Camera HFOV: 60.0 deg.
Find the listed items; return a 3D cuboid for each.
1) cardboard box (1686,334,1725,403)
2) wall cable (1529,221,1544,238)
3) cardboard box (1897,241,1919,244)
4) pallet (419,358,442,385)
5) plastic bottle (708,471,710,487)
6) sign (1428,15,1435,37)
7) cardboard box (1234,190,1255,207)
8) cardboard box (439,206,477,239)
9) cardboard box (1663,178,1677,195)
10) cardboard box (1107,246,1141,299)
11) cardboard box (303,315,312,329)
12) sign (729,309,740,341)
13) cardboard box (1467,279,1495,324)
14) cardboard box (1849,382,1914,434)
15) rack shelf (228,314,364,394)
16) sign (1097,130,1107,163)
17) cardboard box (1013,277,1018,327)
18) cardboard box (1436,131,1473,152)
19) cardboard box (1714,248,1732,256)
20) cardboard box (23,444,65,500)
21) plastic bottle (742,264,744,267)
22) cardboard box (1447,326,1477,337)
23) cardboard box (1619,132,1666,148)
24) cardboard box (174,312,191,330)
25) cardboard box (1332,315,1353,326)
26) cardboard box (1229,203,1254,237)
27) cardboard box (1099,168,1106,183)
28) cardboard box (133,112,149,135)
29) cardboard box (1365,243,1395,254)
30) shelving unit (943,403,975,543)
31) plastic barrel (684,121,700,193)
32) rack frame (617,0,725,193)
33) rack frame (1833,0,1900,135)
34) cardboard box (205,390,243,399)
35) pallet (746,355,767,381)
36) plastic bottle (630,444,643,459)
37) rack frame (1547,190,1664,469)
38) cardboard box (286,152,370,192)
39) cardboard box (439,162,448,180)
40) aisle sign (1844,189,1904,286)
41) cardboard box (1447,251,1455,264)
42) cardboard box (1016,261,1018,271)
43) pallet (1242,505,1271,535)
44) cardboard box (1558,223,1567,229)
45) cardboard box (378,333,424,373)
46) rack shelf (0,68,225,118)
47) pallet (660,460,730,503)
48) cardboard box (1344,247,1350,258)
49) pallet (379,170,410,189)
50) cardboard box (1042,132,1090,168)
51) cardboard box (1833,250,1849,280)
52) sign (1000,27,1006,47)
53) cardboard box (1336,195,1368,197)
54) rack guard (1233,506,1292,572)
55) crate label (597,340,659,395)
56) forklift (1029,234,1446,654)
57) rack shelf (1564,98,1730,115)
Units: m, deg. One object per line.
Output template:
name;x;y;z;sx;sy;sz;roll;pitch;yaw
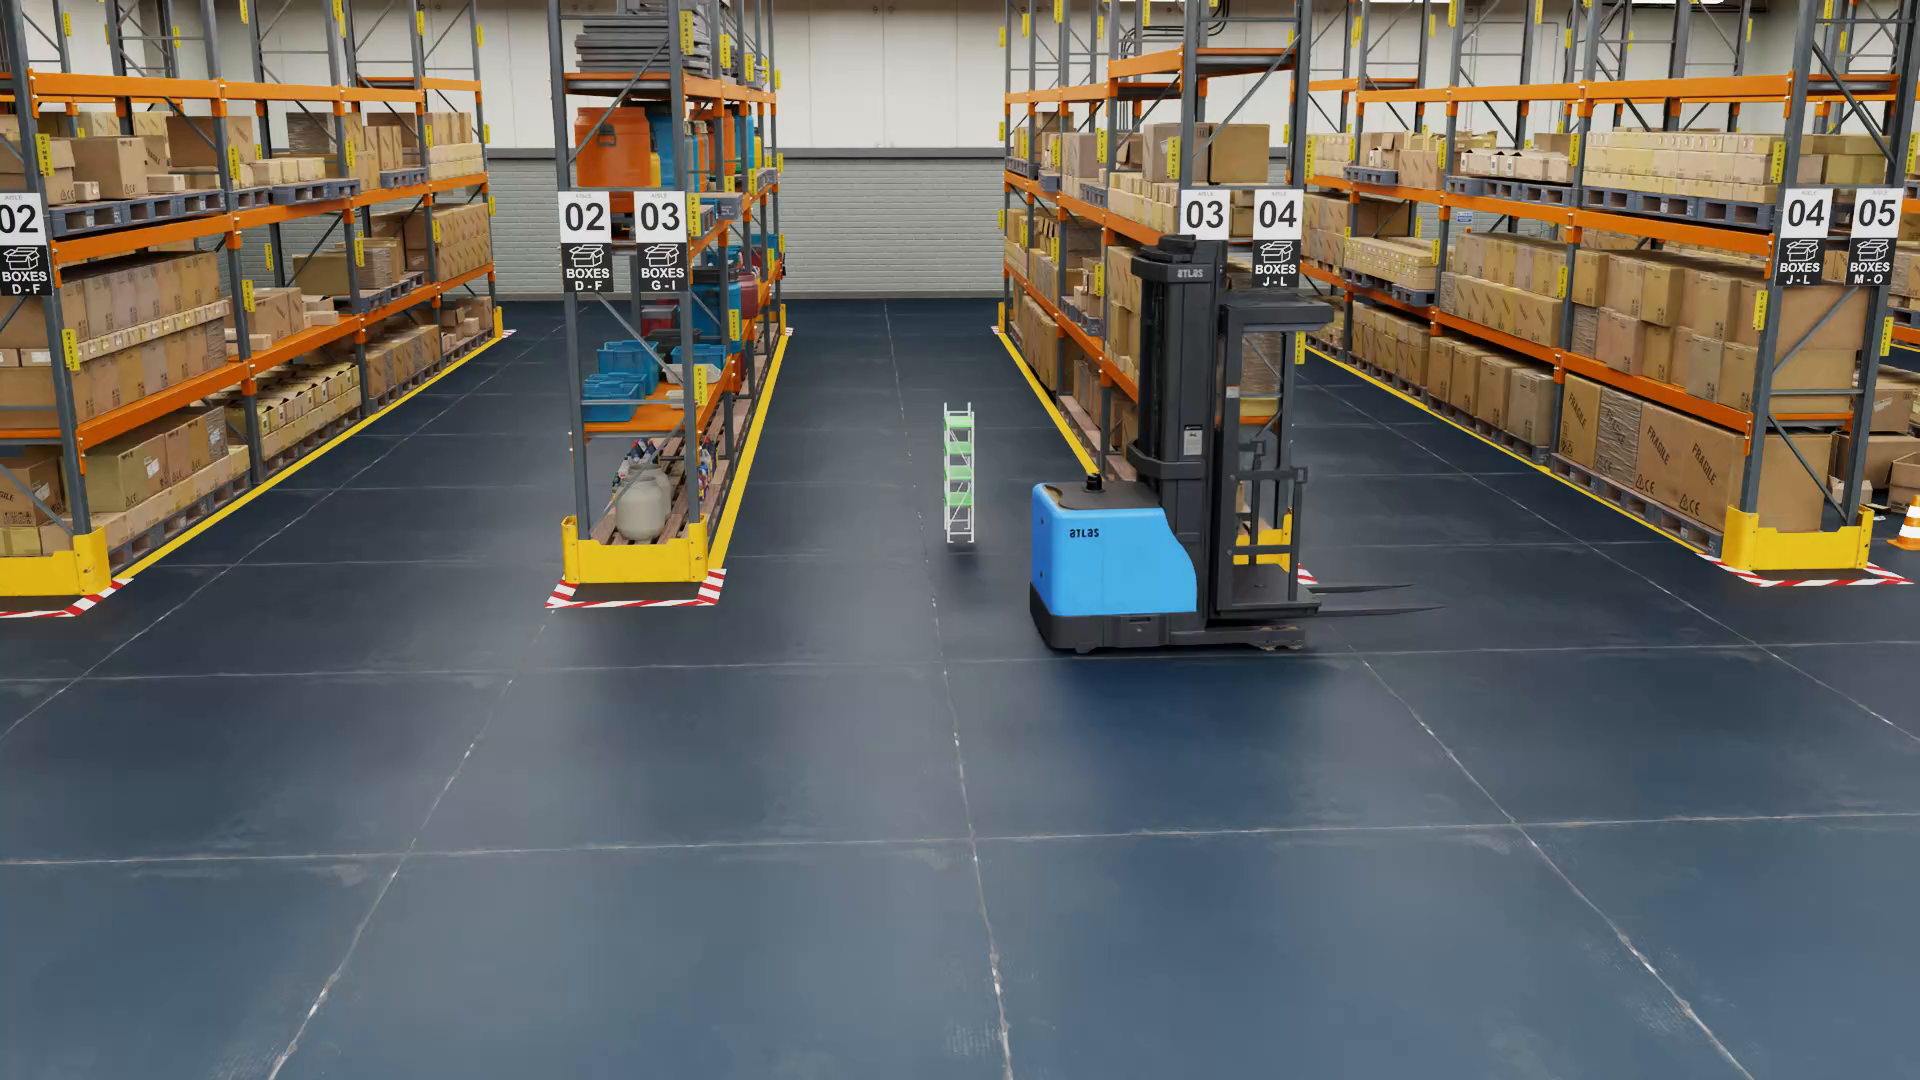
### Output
cardboard box;7.107;-1.549;14.950;0.875;0.550;0.550;-1;14;-3
wall cable;12.216;-7.248;35.362;0.588;1.984;0.122;-1;14;-3
cardboard box;16.037;-4.855;27.804;0.500;0.250;0.500;-1;14;-4
pallet;-8.269;-2.477;24.455;1.003;0.211;1.213;-1;14;-3
plastic bottle;-2.517;-0.620;16.373;0.097;0.201;0.097;0;14;0
sign;7.041;-7.677;24.837;0.100;0.325;0.005;-1;14;-3
cardboard box;2.488;-2.842;13.758;0.380;0.149;0.250;-1;14;-4
cardboard box;-8.234;-5.196;27.218;0.500;0.500;0.500;0;14;-2
cardboard box;6.778;-3.288;15.451;0.380;0.149;0.250;-1;14;-3
cardboard box;1.800;-2.753;17.125;0.500;0.500;0.500;-1;14;-3
cardboard box;-7.974;-2.597;19.827;0.380;0.149;0.250;0;14;1
sign;-2.367;-2.255;17.440;0.100;0.325;0.005;-1;14;-3
cardboard box;6.559;-2.919;20.374;0.500;0.500;0.500;-1;14;-3
cardboard box;10.143;-1.466;18.425;0.500;0.500;0.500;-1;14;-3
rack shelf;-7.985;-2.189;19.181;1.077;0.370;4.000;-1;14;-3
sign;1.473;-4.076;17.225;0.100;0.325;0.005;-1;14;-3
cardboard box;1.402;-4.193;28.947;0.875;0.875;0.875;-1;14;-3
cardboard box;6.451;-5.207;21.709;0.396;0.266;0.258;-1;14;-3
cardboard box;11.288;-4.374;24.023;0.500;0.500;0.500;-1;14;-4
cardboard box;-8.020;-0.657;14.955;0.500;0.500;0.500;-1;14;-3
plastic bottle;-3.173;-3.855;24.314;0.144;0.351;0.185;-1;14;-3
cardboard box;6.934;-2.769;22.662;0.500;0.250;0.500;-2;15;-6
cardboard box;6.715;-3.927;16.334;0.380;0.149;0.250;-1;14;-4
cardboard box;-7.569;-2.085;15.832;0.380;0.149;0.250;-1;14;-4
cardboard box;6.150;-3.491;26.484;0.380;0.149;0.250;-1;14;-3
cardboard box;2.502;-2.701;14.009;0.500;0.250;0.500;0;14;-2
cardboard box;1.810;-4.200;19.159;0.380;0.166;0.250;-1;14;-5
cardboard box;-13.170;-6.510;26.264;0.500;0.500;0.500;-2;15;-6
cardboard box;6.119;-4.239;24.173;0.380;0.149;0.250;-1;14;-4
shelving unit;-0.010;-0.622;15.260;0.258;1.200;0.503;-1;14;-3
plastic barrel;-3.246;-4.259;18.759;0.600;0.901;0.708;-1;14;-3
rack frame;-2.917;-5.021;16.705;1.000;3.000;0.127;-1;14;-3
rack frame;16.128;-8.312;29.497;1.000;3.000;0.127;-1;14;-3
cardboard box;-8.239;-1.533;18.738;0.500;0.311;0.500;-1;14;-4
pallet;-3.407;-2.562;24.784;1.003;0.211;1.213;-1;14;-3
plastic bottle;-3.270;-0.792;16.740;0.144;0.351;0.185;-1;15;-6
rack frame;6.983;-2.243;17.949;1.000;3.000;0.127;-1;14;-3
cardboard box;-8.201;-4.771;21.551;0.910;0.500;0.500;-1;14;-3
cardboard box;-8.167;-5.659;25.505;0.500;0.250;0.500;-1;14;-3
aisle sign;7.535;-2.495;13.708;0.394;0.787;0.004;-1;14;-3
cardboard box;6.870;-3.854;22.676;0.380;0.149;0.250;-1;14;-4
cardboard box;1.105;-4.450;27.031;0.380;0.149;0.250;-1;14;-4
pallet;2.254;-0.068;15.091;1.003;0.211;1.213;-1;14;-3
cardboard box;10.919;-5.738;29.325;0.500;0.500;0.500;-1;14;-5
cardboard box;-7.987;-2.666;23.725;0.500;0.500;0.500;-1;14;-3
rack shelf;-7.737;-3.906;14.617;1.077;0.370;4.000;-1;14;-3
pallet;-2.917;-0.597;17.148;1.003;0.211;1.213;-1;14;-3
cardboard box;6.053;-4.354;25.216;0.380;0.149;0.250;-1;14;-3
pallet;-8.319;-4.970;22.904;1.213;0.211;1.003;-1;14;-3
cardboard box;1.577;-5.742;24.484;0.700;0.500;0.500;-1;14;-2
cardboard box;11.506;-3.491;21.156;0.500;0.500;0.500;0;14;-1
sign;0.729;-8.604;28.438;0.100;0.325;0.005;-1;14;-3
cardboard box;6.589;-5.539;27.955;0.500;0.500;0.500;0;14;-1
rack guard;2.269;-0.005;14.268;1.175;0.500;0.348;-1;14;-3
crate label;-3.053;-1.591;15.344;0.502;0.435;0.616;-1;14;-3
forklift;2.091;-0.743;12.256;3.031;2.935;1.130;-2;15;-7
rack shelf;11.298;-7.195;27.402;1.077;0.370;4.000;-1;14;-3
